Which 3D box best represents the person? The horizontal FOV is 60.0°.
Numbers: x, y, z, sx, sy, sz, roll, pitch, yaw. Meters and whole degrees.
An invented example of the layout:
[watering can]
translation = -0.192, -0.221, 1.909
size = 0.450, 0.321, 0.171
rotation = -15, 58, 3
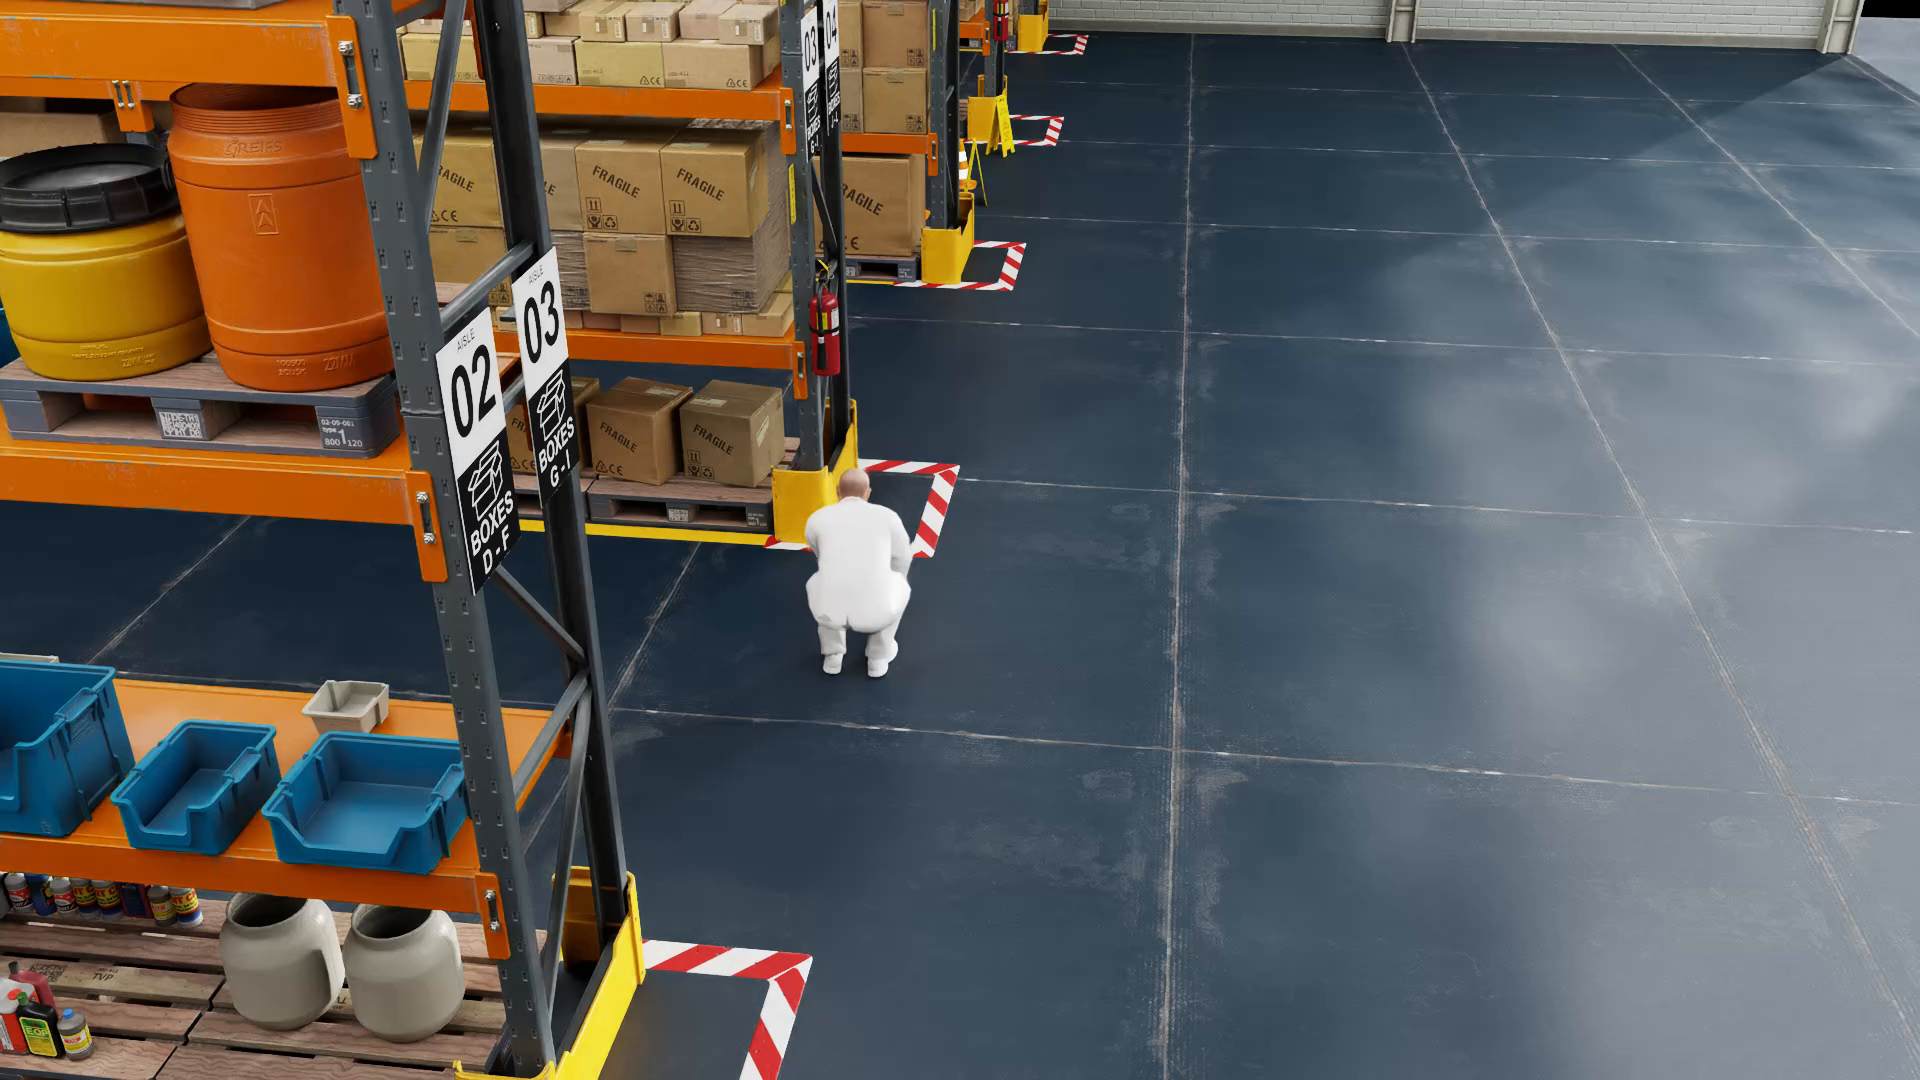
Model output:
[person]
translation = -0.562, 0.160, 9.179
size = 0.604, 0.994, 0.917
rotation = 3, 28, 6
